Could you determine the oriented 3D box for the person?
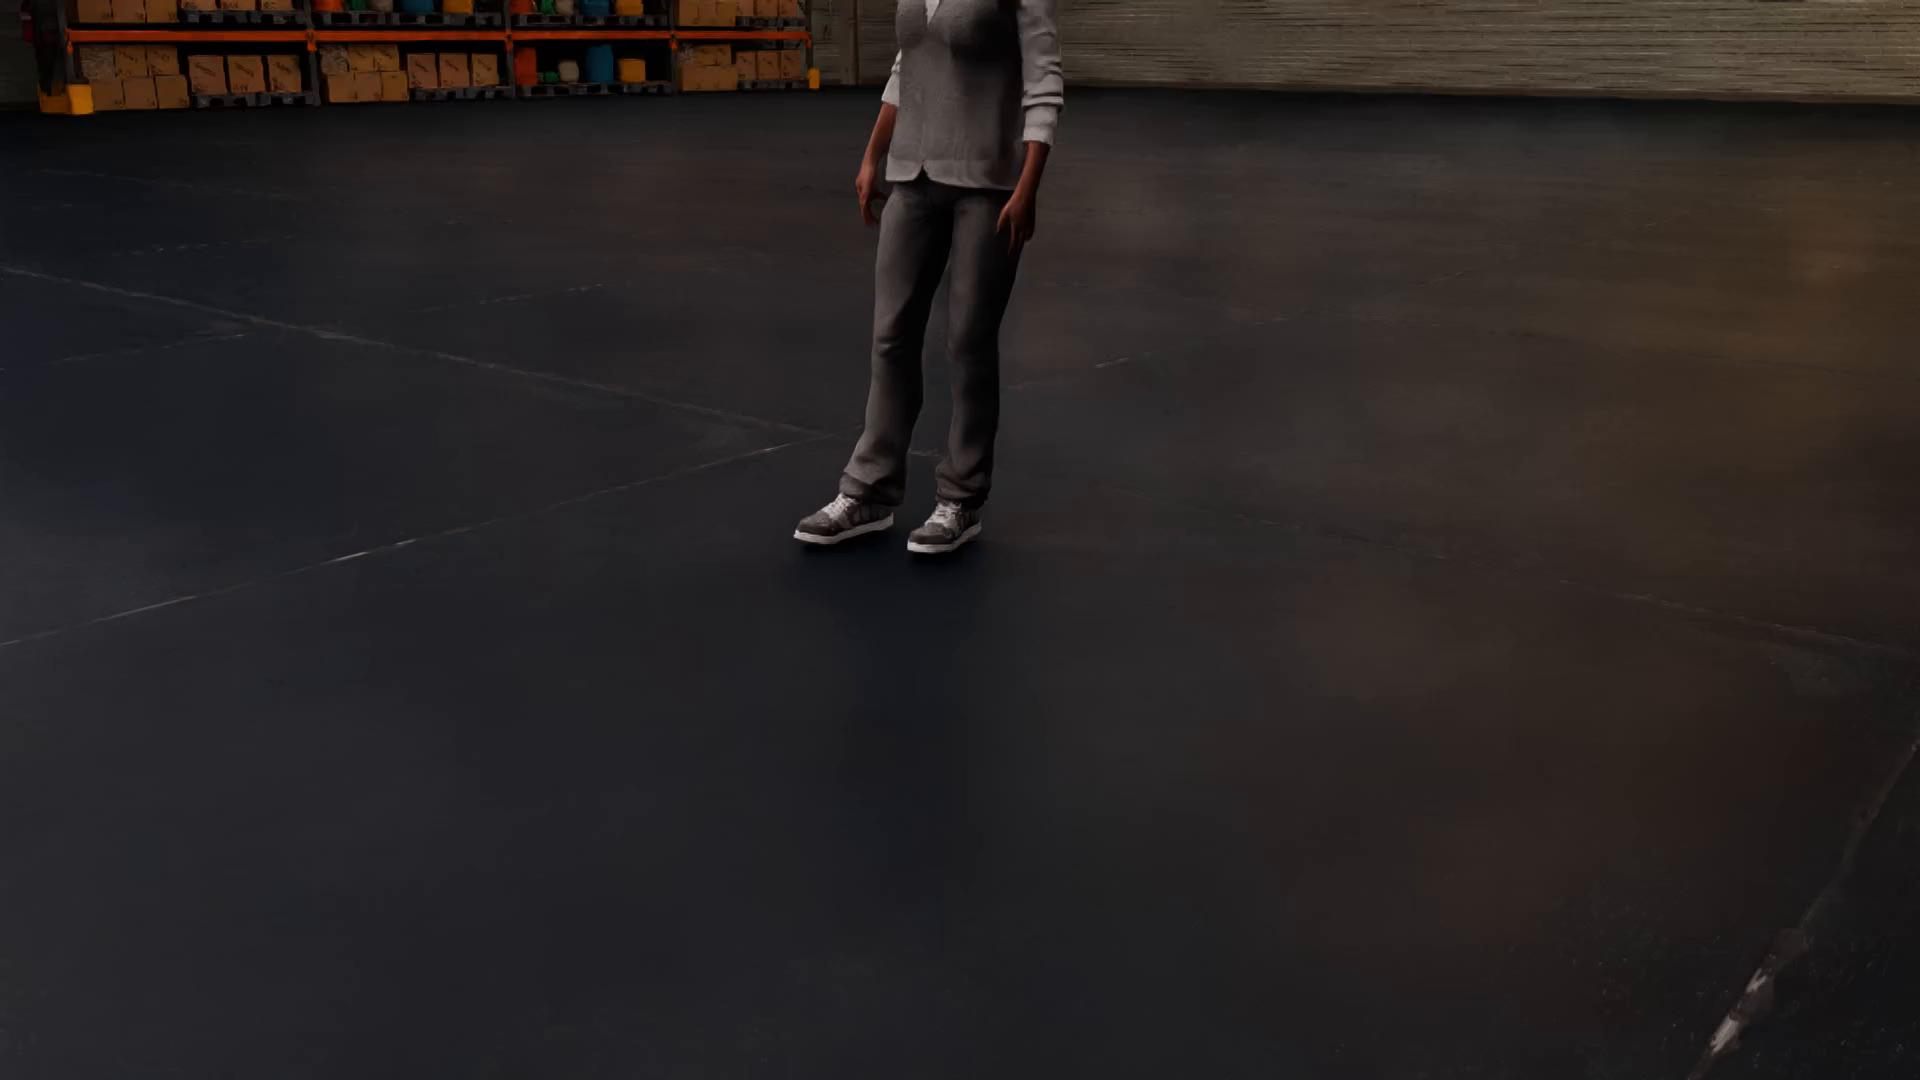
[{"bbox_3d":[-0.058,-0.757,3.662,0.521,1.597,0.474,13,21,37],"label":"person"}]
